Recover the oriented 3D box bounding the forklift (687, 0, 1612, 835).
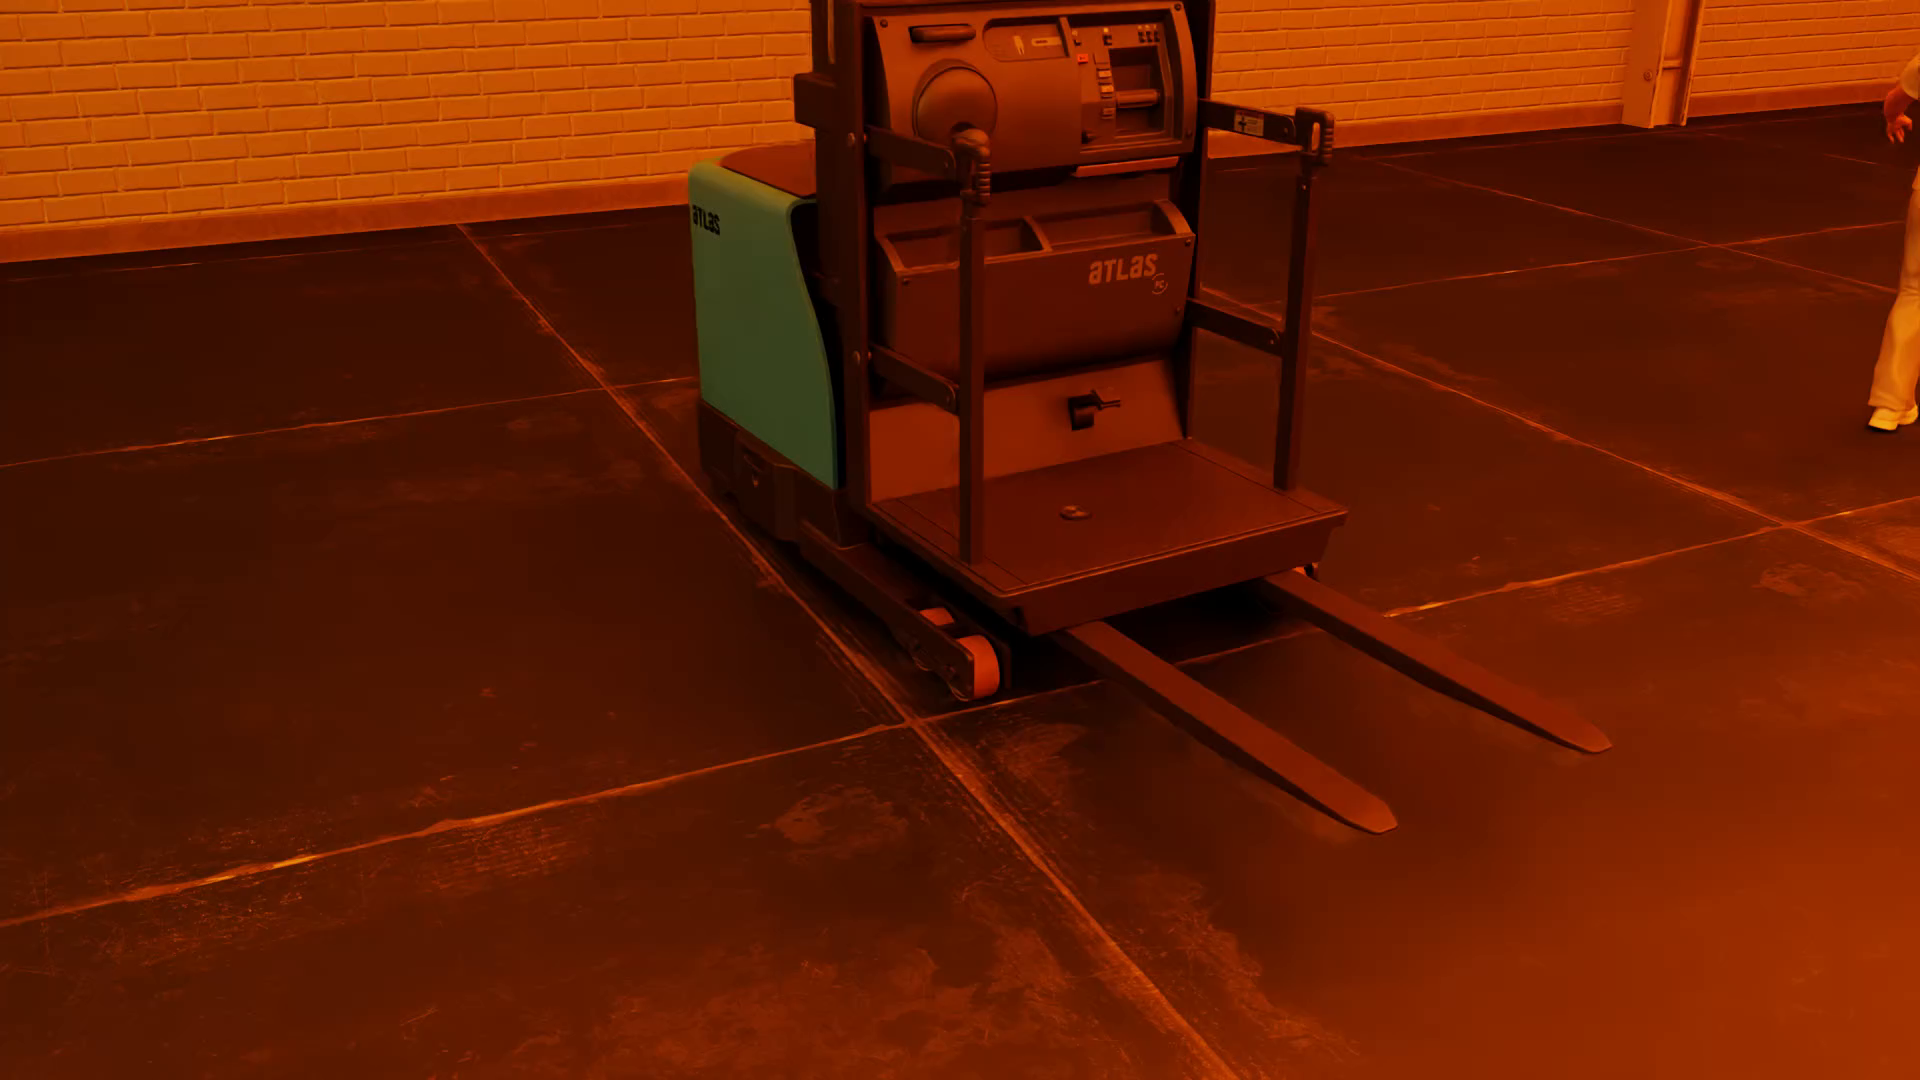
[{"bbox_3d":[0.318,-1.153,4.061,1.130,2.935,3.031,-13,26,-28],"label":"forklift"}]

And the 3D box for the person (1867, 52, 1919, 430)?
[{"bbox_3d":[3.619,-1.192,5.880,0.630,1.690,0.884,-18,28,-36],"label":"person"}]
